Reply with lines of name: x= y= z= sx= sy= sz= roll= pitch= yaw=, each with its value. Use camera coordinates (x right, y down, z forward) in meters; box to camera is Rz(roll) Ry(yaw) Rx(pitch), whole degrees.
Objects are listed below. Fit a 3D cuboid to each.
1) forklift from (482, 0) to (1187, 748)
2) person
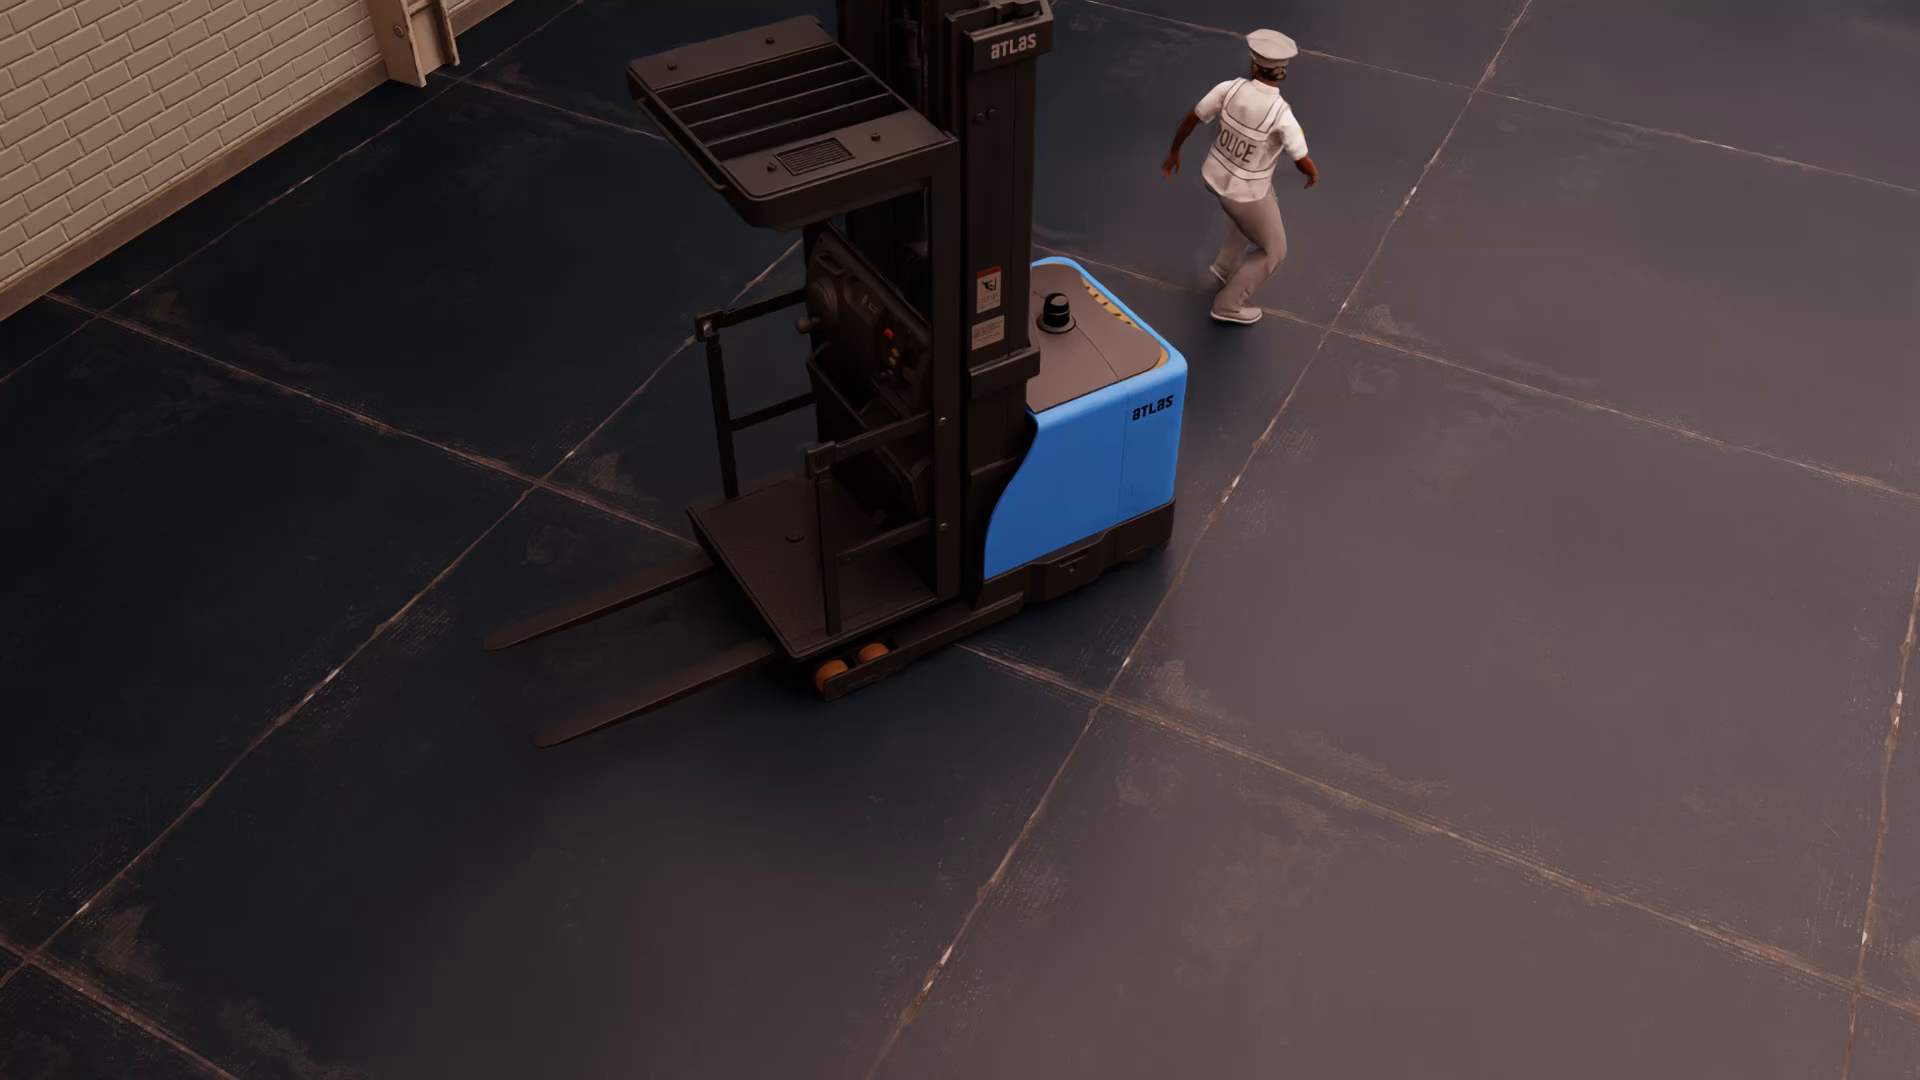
forklift: x=-0.547 y=-0.809 z=6.513 sx=3.031 sy=2.935 sz=1.130 roll=-22 pitch=48 yaw=-22
person: x=1.489 y=-1.853 z=8.624 sx=0.681 sy=1.613 sz=0.633 roll=-19 pitch=47 yaw=-19
